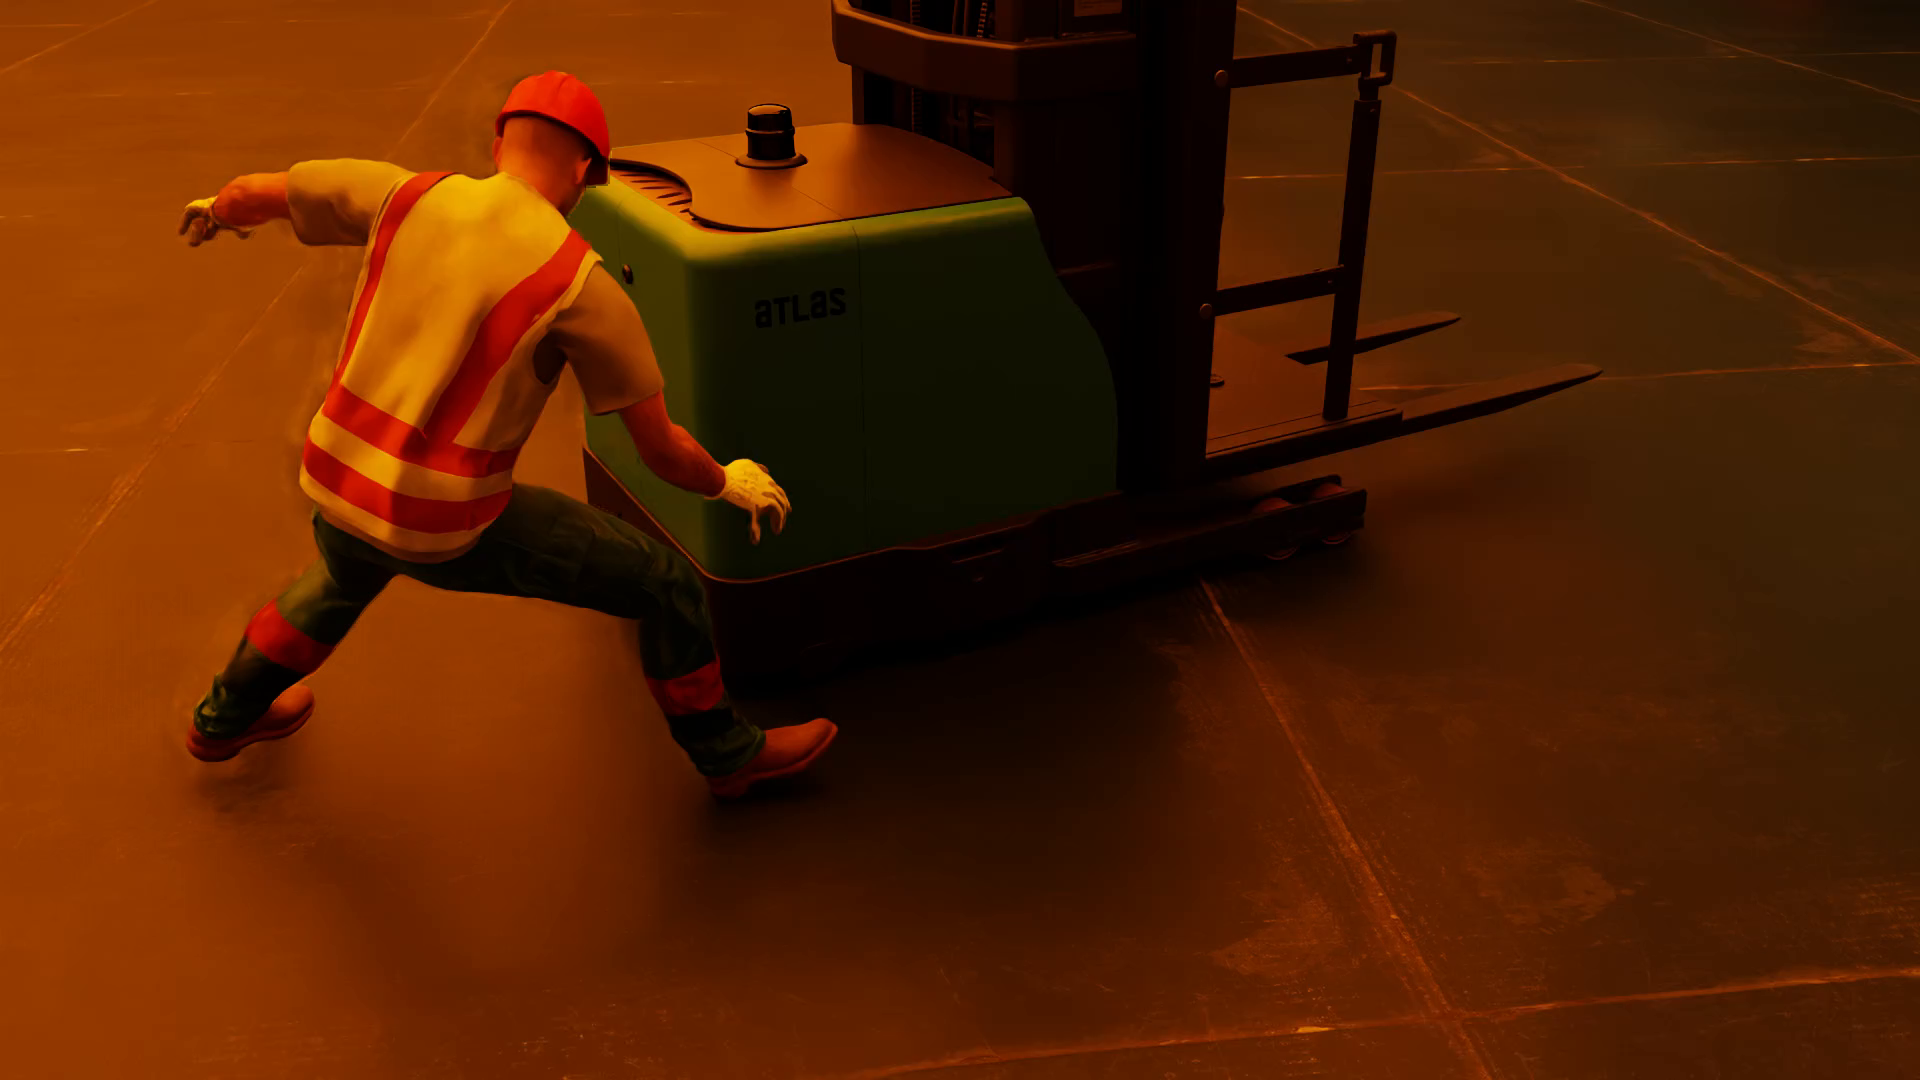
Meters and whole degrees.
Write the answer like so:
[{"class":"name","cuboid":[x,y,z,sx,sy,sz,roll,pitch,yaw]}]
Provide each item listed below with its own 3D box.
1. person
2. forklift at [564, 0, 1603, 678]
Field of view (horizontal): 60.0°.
[{"class":"person","cuboid":[-0.962,-0.149,3.252,1.260,1.476,0.733,14,29,27]},{"class":"forklift","cuboid":[0.529,-1.451,4.240,3.031,2.935,1.130,-14,29,-26]}]
